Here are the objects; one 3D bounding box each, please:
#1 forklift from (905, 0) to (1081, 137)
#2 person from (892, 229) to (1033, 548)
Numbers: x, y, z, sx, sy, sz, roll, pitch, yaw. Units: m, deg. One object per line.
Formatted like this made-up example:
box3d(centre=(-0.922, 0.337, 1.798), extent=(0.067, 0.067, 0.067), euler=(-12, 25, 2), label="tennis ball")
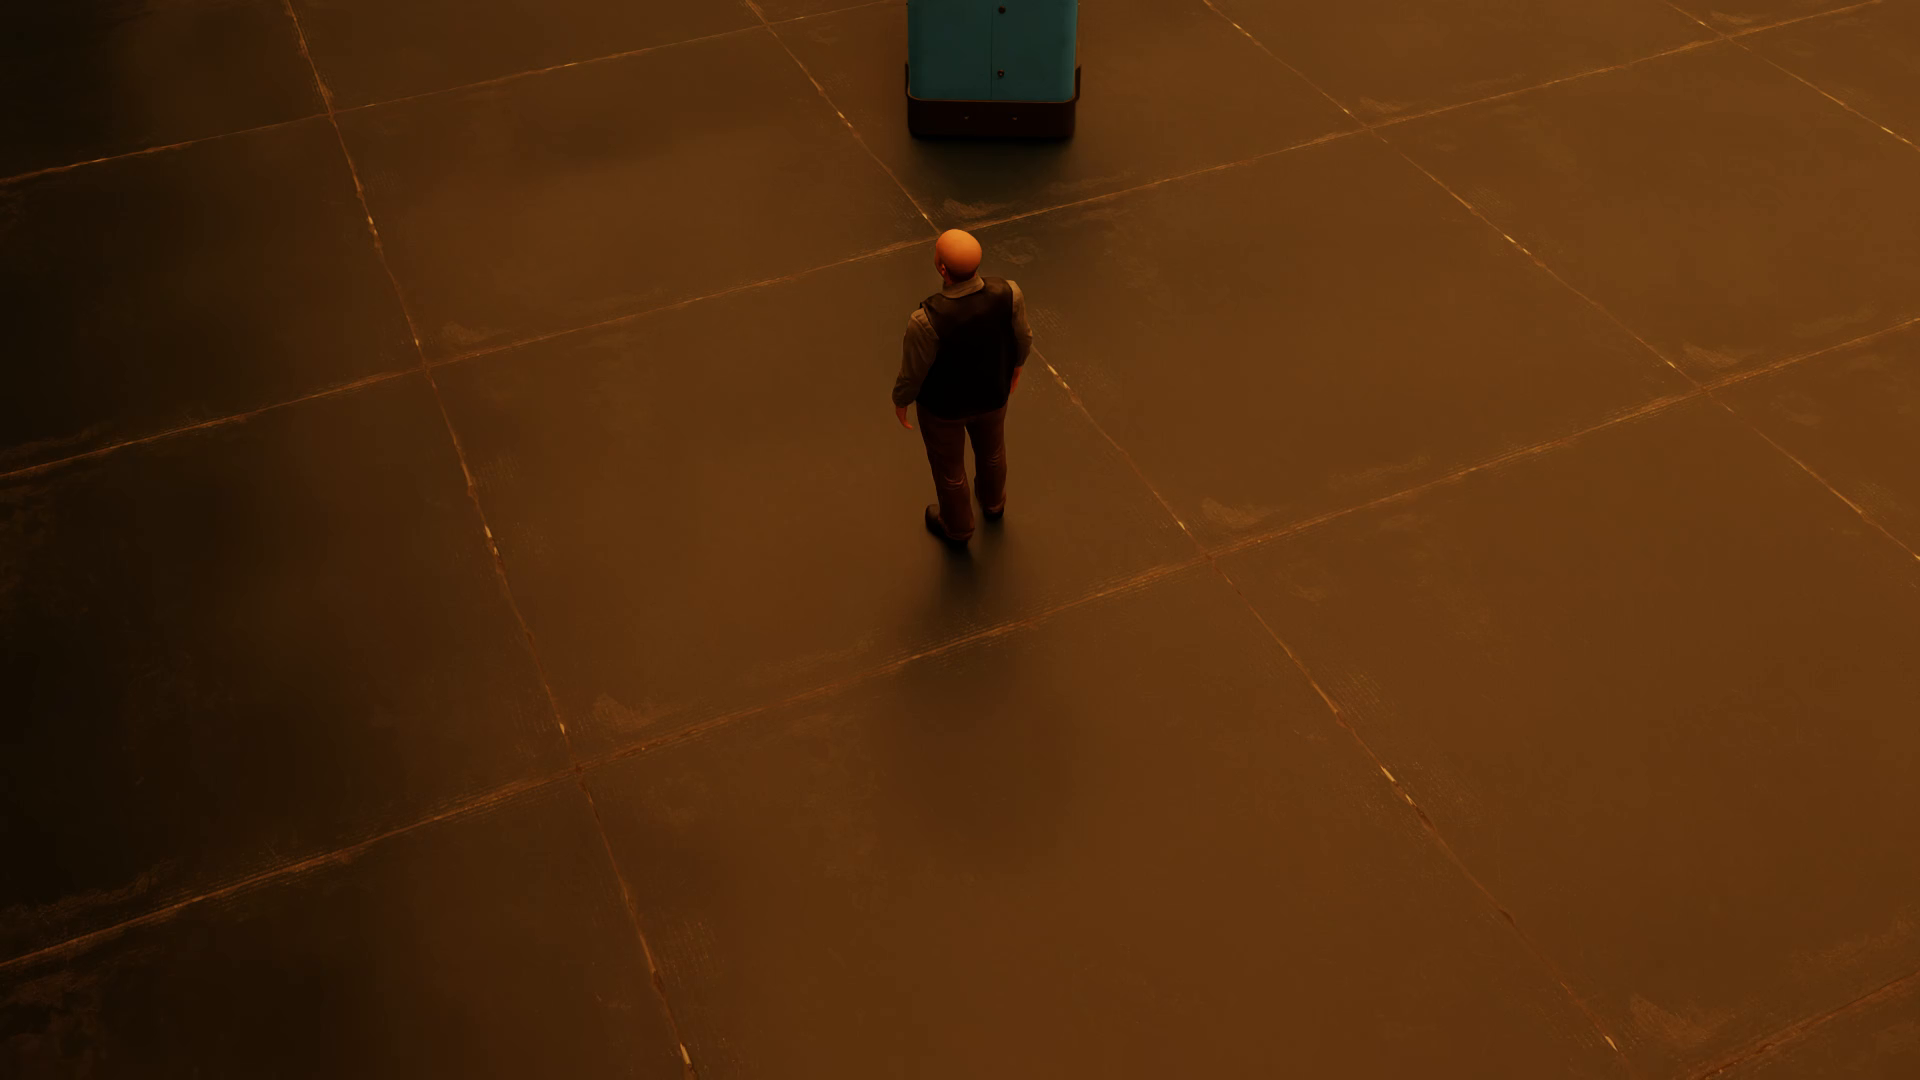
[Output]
box3d(centre=(0.251, -4.587, 10.595), extent=(1.130, 2.935, 3.031), euler=(2, 43, 2), label="forklift")
box3d(centre=(-0.018, -0.675, 7.280), extent=(0.632, 1.720, 0.568), euler=(-18, 46, -18), label="person")
